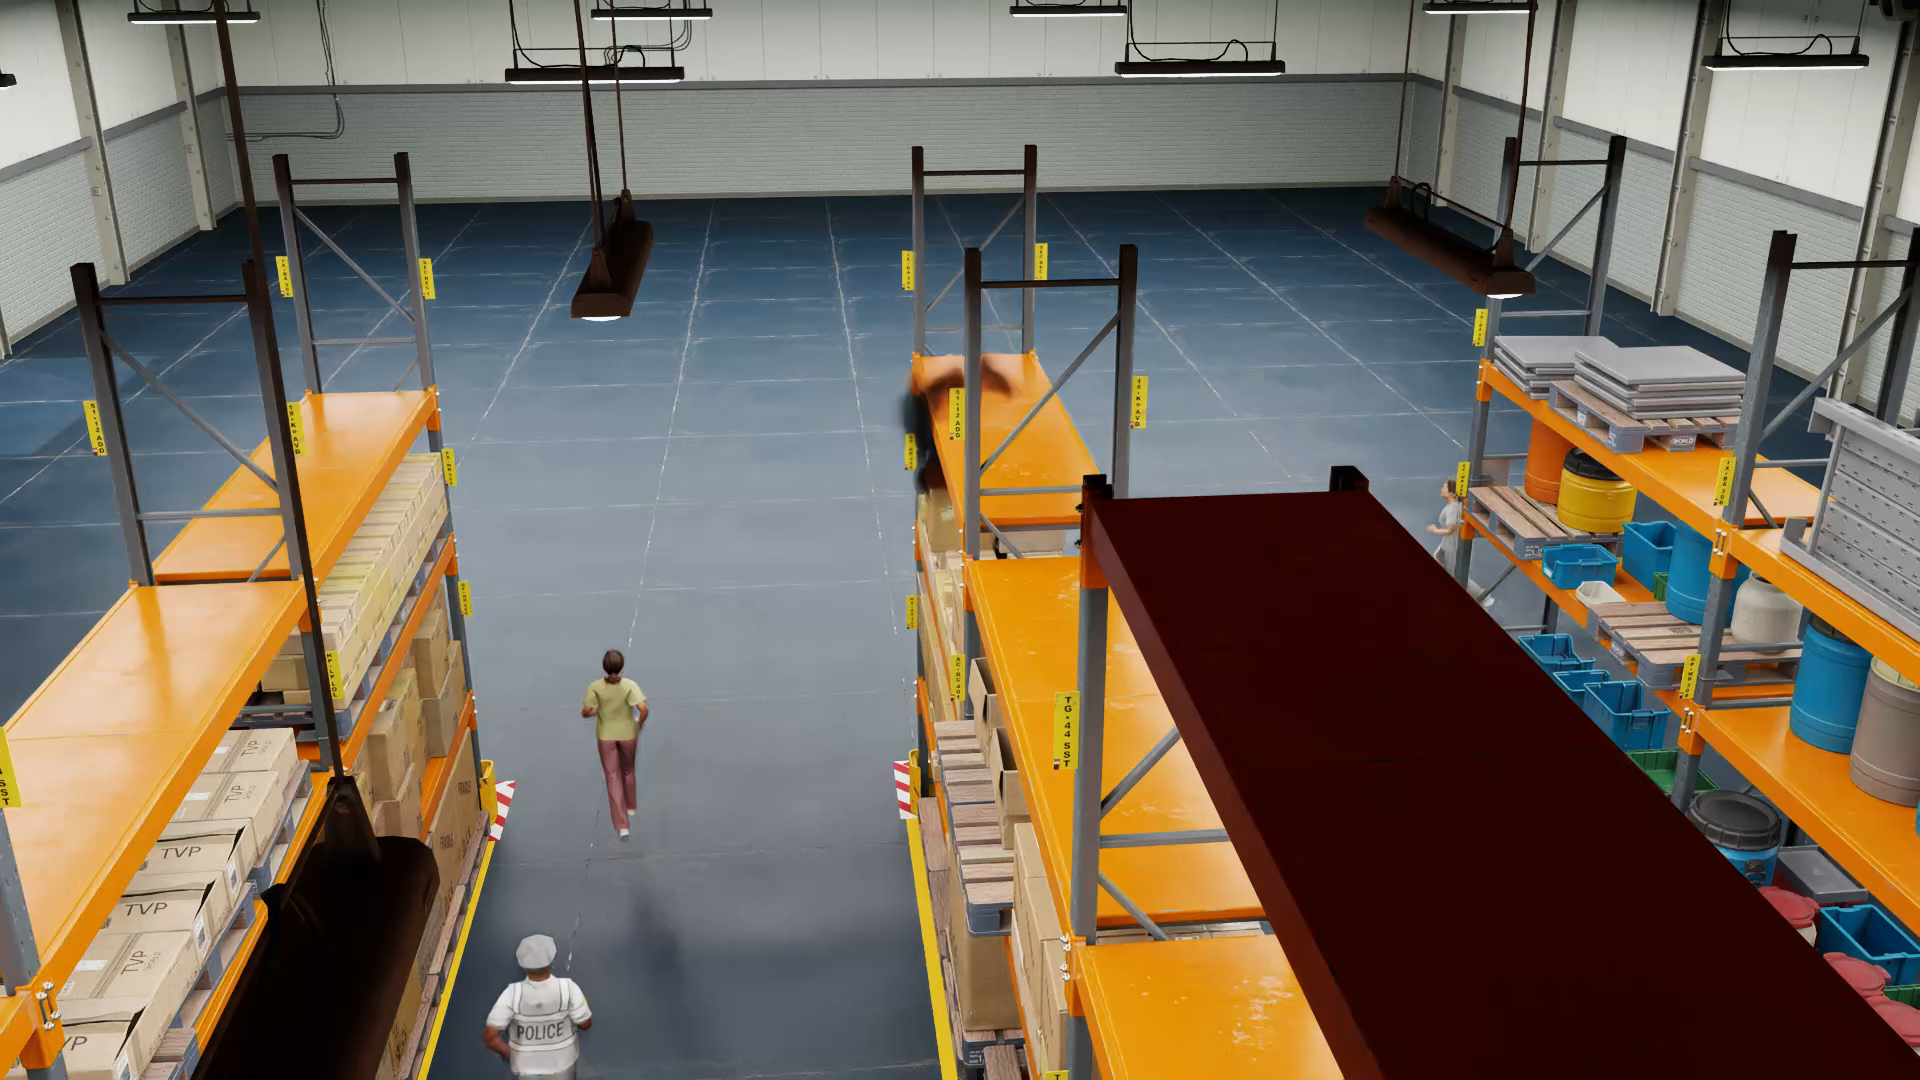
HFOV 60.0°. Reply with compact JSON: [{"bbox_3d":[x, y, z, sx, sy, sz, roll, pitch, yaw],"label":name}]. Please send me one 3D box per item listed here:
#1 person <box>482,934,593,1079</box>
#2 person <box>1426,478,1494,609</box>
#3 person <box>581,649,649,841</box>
[{"bbox_3d":[-2.670,3.335,10.713,0.640,1.744,0.810,-1,22,-3],"label":"person"},{"bbox_3d":[5.684,0.108,19.111,1.012,1.674,0.587,9,23,22],"label":"person"},{"bbox_3d":[-2.935,1.744,14.254,0.566,1.708,0.802,-6,22,-14],"label":"person"}]
